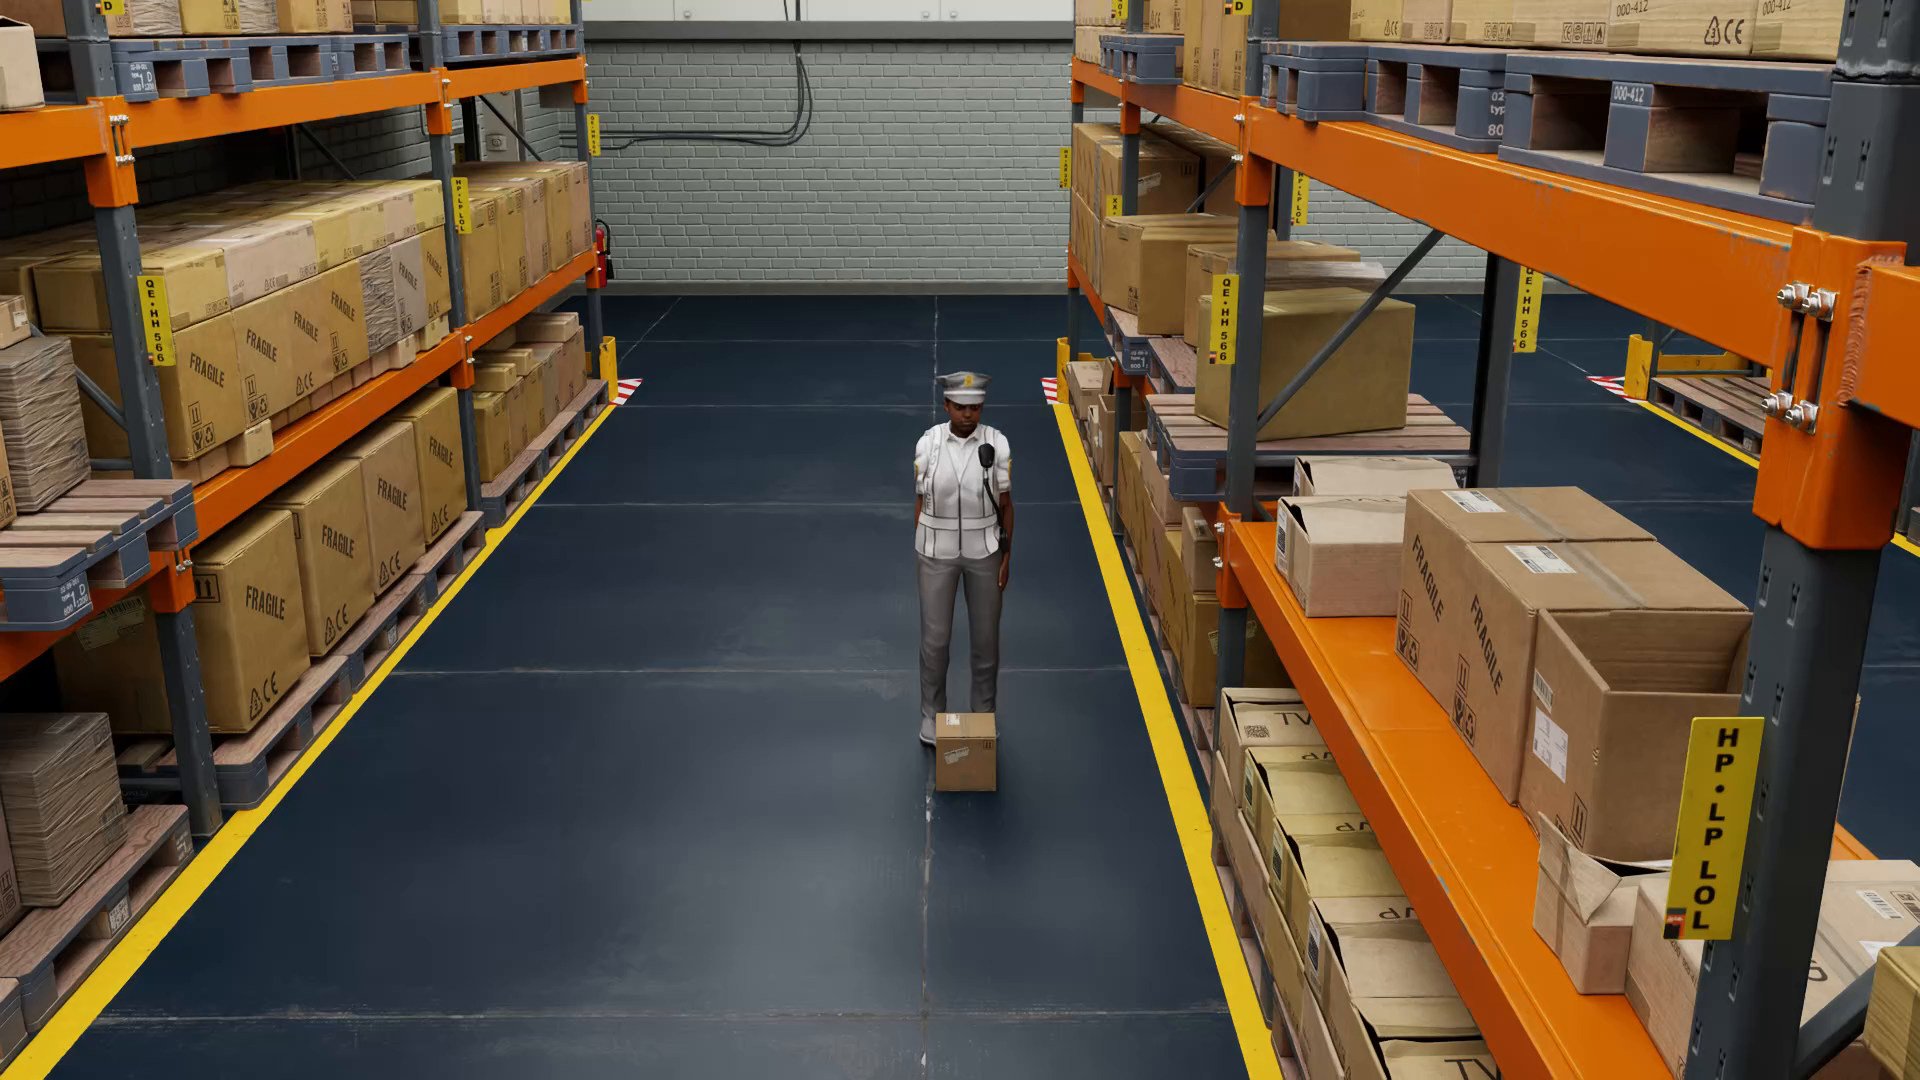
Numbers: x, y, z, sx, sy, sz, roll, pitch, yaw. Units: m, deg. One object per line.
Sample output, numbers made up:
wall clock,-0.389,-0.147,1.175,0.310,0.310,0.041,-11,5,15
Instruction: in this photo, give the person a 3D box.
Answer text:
person,0.018,0.079,7.279,0.436,1.679,0.341,0,17,-1
